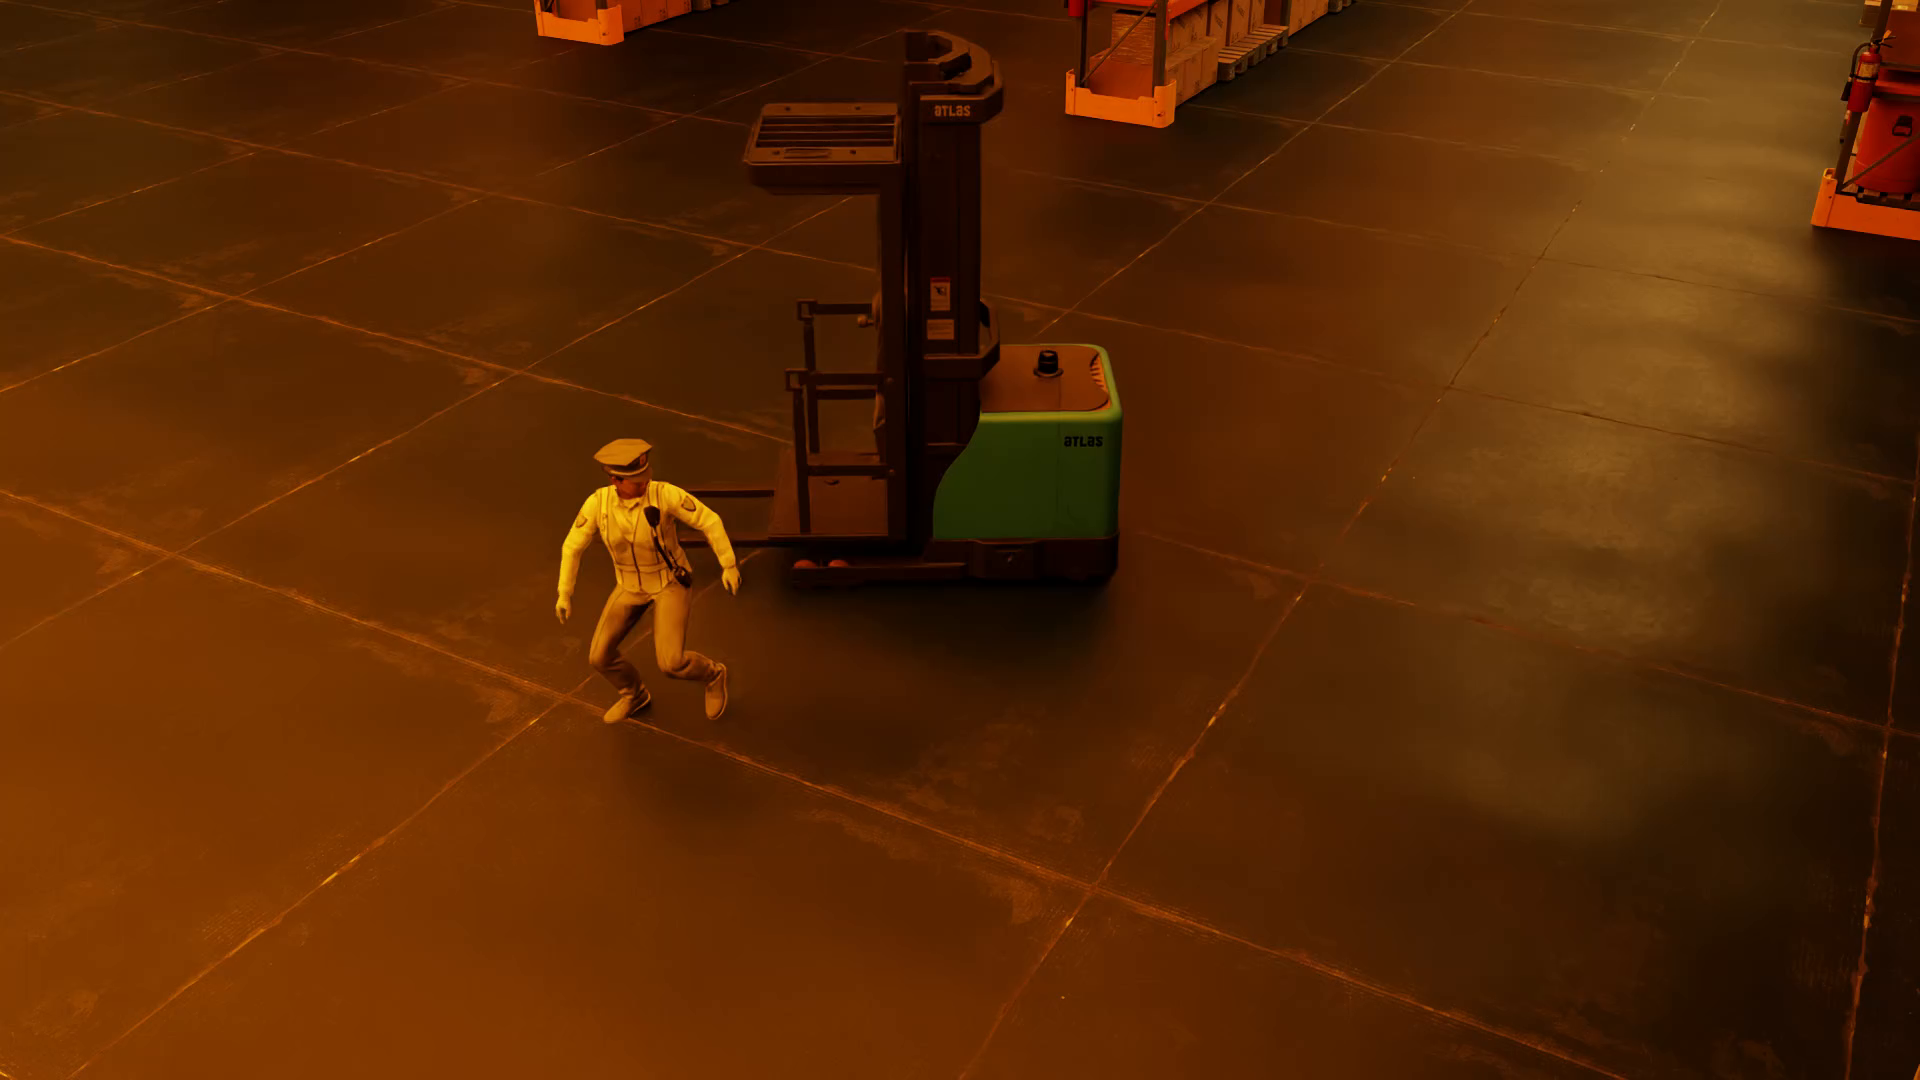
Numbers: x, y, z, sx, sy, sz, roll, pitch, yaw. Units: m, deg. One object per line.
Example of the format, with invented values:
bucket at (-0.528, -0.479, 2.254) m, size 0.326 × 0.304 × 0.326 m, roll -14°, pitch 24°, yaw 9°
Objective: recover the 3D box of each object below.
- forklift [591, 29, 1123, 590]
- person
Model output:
forklift at (-0.618, -1.254, 9.244) m, size 3.031 × 2.935 × 1.130 m, roll -1°, pitch 30°, yaw -1°
person at (-1.511, 0.243, 8.059) m, size 0.804 × 1.561 × 0.509 m, roll 9°, pitch 31°, yaw 15°
